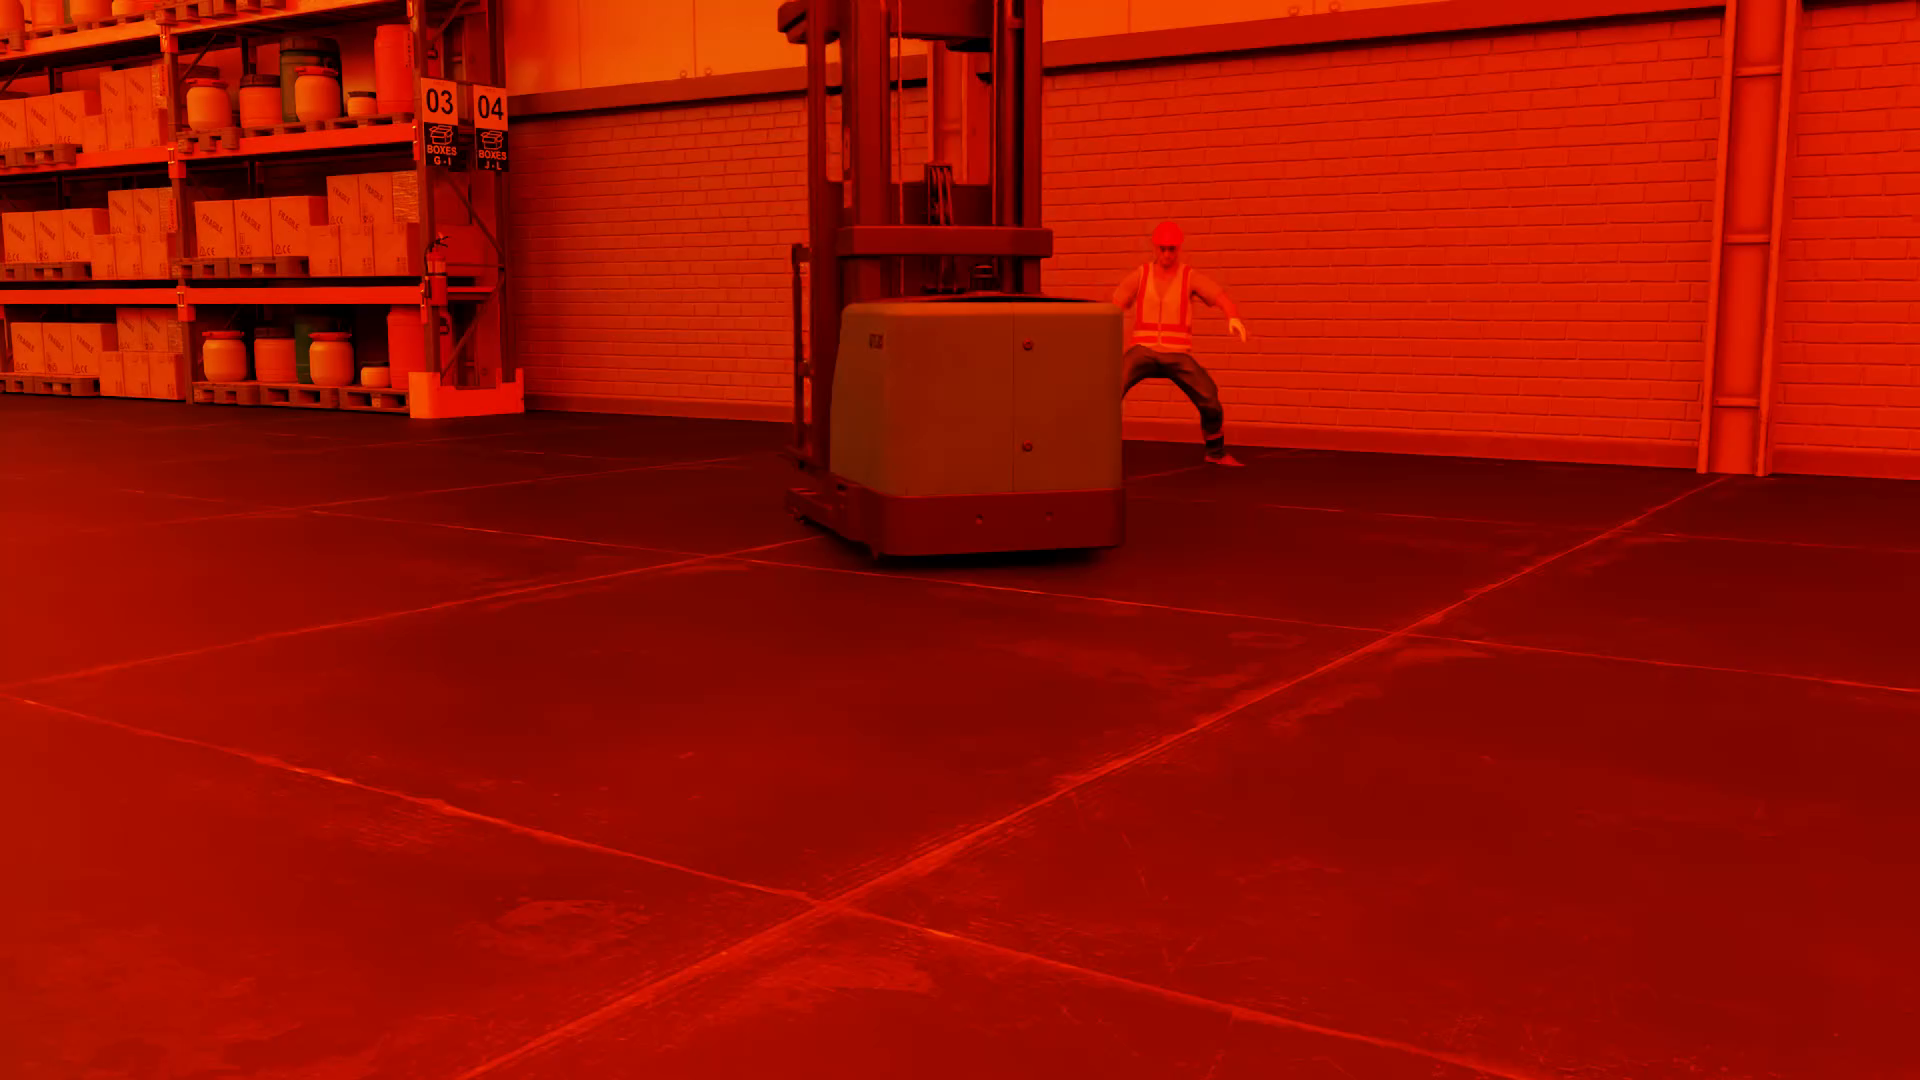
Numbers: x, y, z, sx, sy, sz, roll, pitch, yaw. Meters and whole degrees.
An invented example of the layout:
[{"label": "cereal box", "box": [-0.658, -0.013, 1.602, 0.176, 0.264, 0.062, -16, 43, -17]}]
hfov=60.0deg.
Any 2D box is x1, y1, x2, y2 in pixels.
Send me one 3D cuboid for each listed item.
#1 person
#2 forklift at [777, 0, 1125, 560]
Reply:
[{"label": "person", "box": [1.355, -1.236, 10.748, 1.011, 1.626, 0.943, 1, 8, 10]}, {"label": "forklift", "box": [-0.245, -1.537, 8.002, 1.130, 2.935, 3.031, -3, 8, -18]}]
